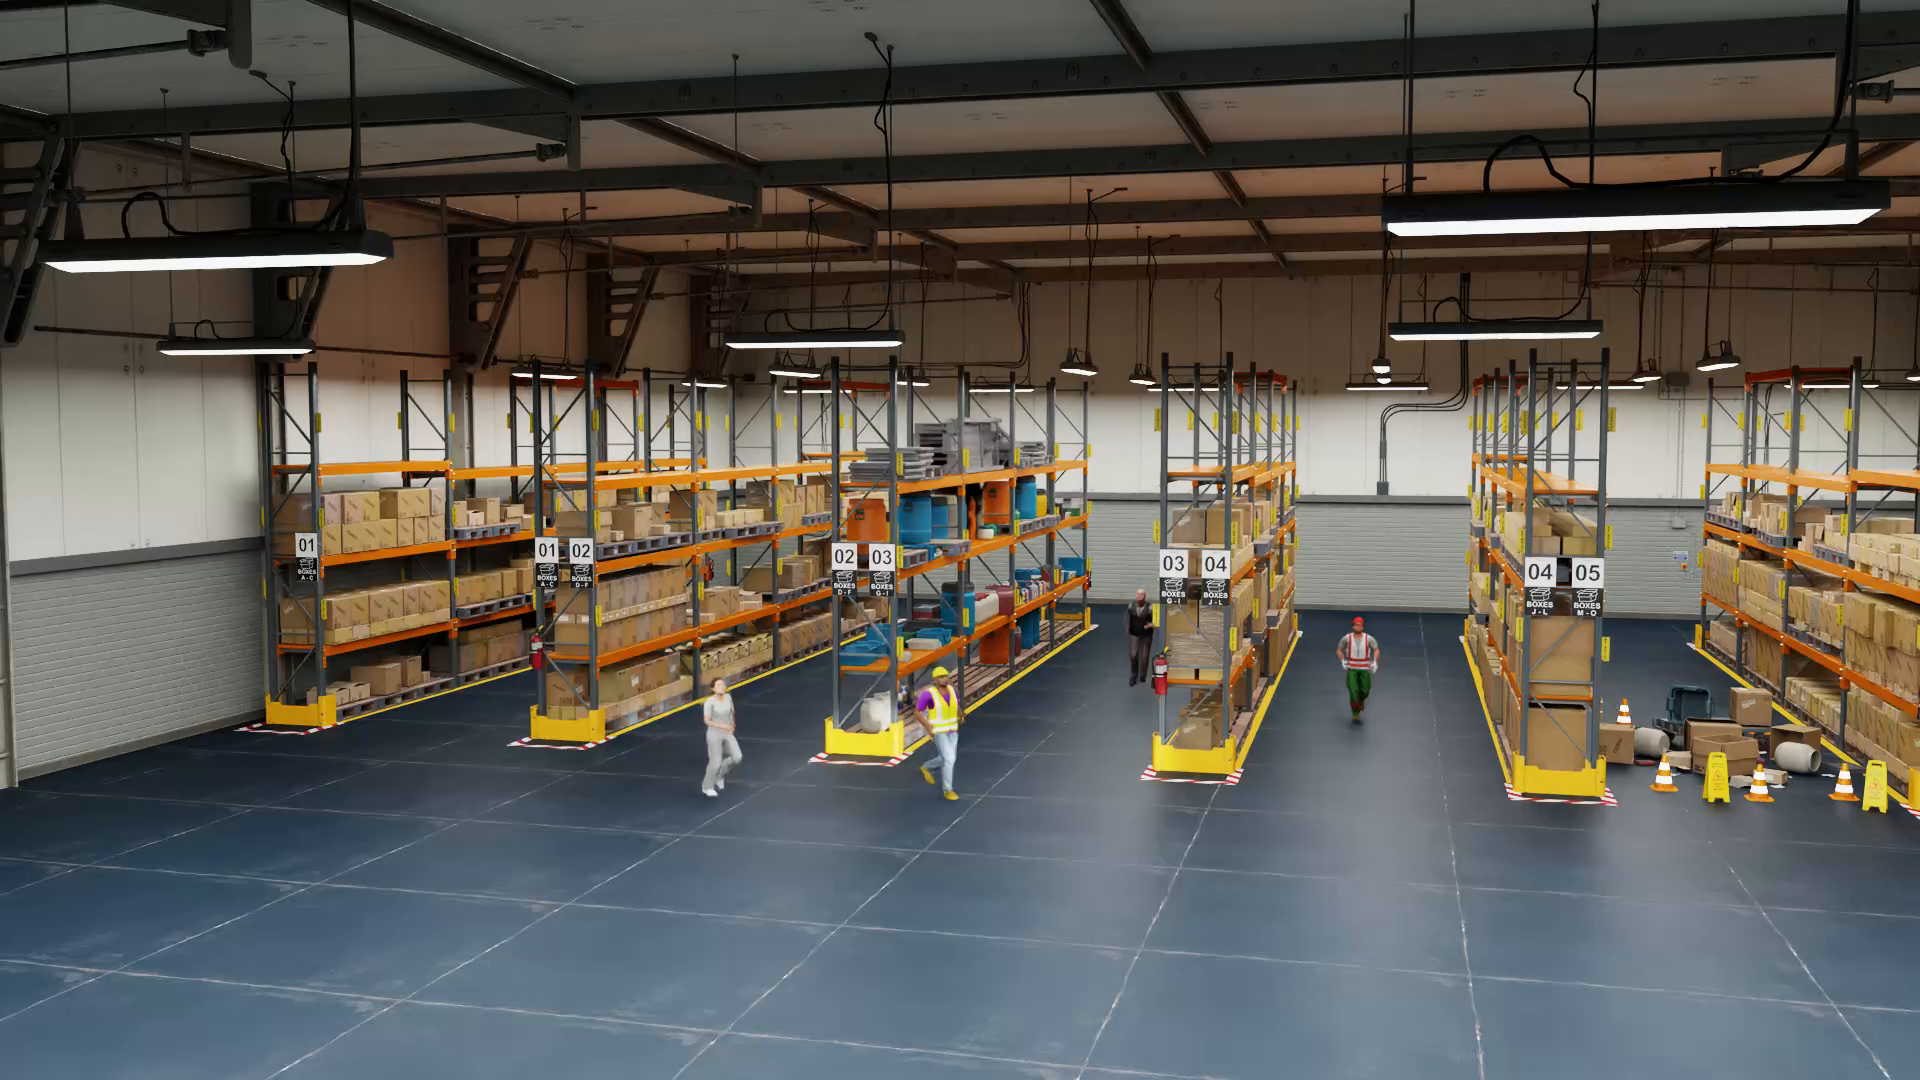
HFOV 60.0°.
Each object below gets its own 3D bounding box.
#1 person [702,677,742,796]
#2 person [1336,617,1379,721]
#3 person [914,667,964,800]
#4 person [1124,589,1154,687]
[{"bbox_3d":[-3.176,2.626,22.188,0.589,1.624,0.721,-3,5,-41],"label":"person"},{"bbox_3d":[6.701,2.160,28.026,0.702,1.742,0.637,1,4,10],"label":"person"},{"bbox_3d":[-0.256,2.569,22.330,0.691,1.756,0.770,-3,5,-40],"label":"person"},{"bbox_3d":[3.264,1.769,29.991,0.661,1.770,0.673,1,4,12],"label":"person"}]
